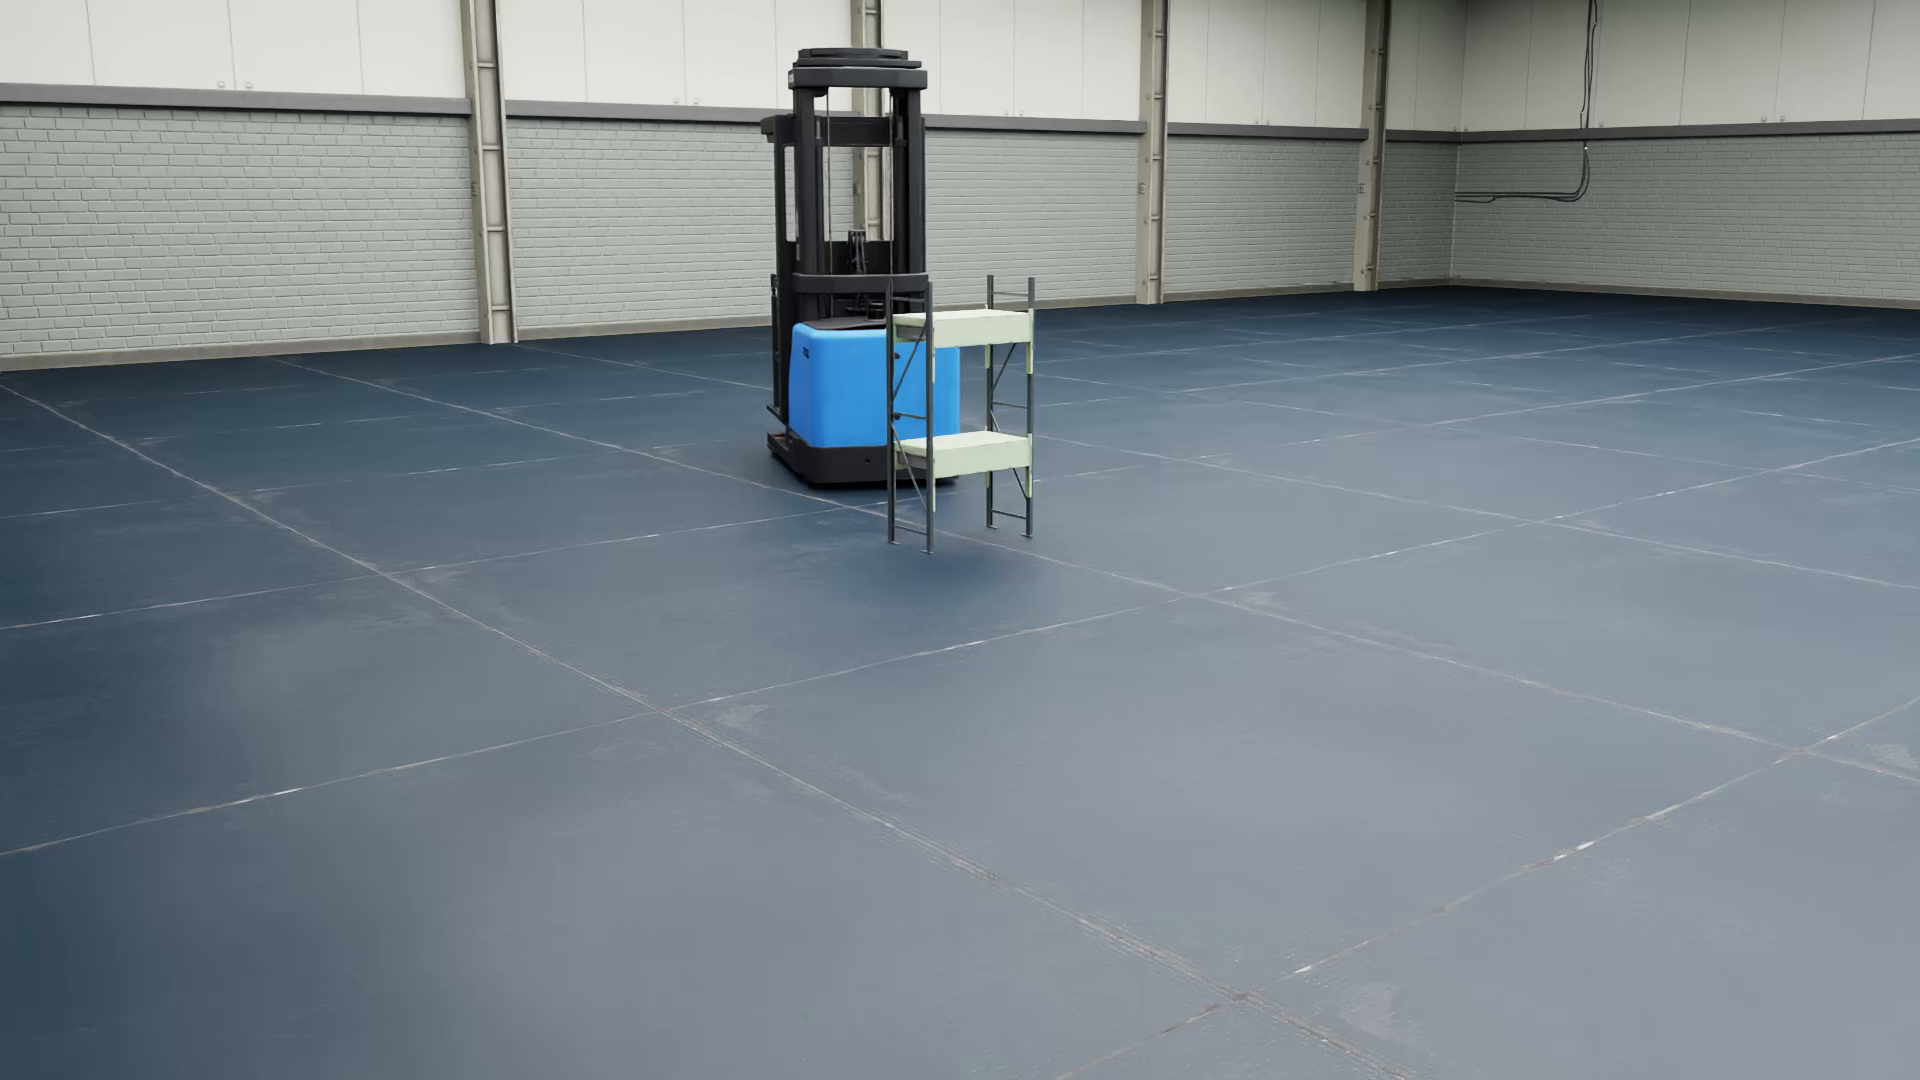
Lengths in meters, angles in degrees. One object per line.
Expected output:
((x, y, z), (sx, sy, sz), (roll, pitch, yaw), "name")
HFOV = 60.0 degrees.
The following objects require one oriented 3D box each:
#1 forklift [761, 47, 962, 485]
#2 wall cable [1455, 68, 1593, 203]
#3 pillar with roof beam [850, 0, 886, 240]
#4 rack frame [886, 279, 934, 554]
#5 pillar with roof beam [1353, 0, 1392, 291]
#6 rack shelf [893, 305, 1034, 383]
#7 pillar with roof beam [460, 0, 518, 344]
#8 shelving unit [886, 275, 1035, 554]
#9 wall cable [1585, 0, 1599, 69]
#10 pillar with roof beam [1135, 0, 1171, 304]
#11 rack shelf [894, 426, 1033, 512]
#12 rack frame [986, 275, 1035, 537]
((-0.850, -2.067, 12.305), (1.130, 2.935, 3.031), (-3, 12, -14), "forklift")
((11.128, -7.981, 33.024), (0.112, 2.526, 3.097), (-9, 15, -38), "wall cable")
((1.321, -7.077, 21.290), (0.400, 9.000, 9.100), (-9, 15, -38), "pillar with roof beam")
((-0.281, -0.687, 9.253), (0.023, 1.500, 0.400), (-9, 15, -38), "rack frame")
((10.691, -8.634, 28.623), (0.400, 9.000, 9.100), (-9, 15, -38), "pillar with roof beam")
((0.005, -1.116, 9.396), (0.720, 0.370, 0.431), (-9, 15, -38), "rack shelf")
((-3.364, -6.298, 17.624), (0.400, 9.000, 9.100), (-9, 15, -38), "pillar with roof beam")
((0.005, -0.735, 9.477), (0.755, 1.500, 0.431), (-9, 15, -38), "shelving unit")
((12.818, -10.012, 30.433), (0.112, 2.526, 3.097), (-9, 15, -38), "wall cable")
((6.006, -7.855, 24.957), (0.400, 9.000, 9.100), (-9, 15, -38), "pillar with roof beam")
((0.005, -0.416, 9.545), (0.720, 0.370, 0.431), (-9, 15, -38), "rack shelf")
((0.291, -0.782, 9.701), (0.023, 1.500, 0.400), (-9, 15, -38), "rack frame")
